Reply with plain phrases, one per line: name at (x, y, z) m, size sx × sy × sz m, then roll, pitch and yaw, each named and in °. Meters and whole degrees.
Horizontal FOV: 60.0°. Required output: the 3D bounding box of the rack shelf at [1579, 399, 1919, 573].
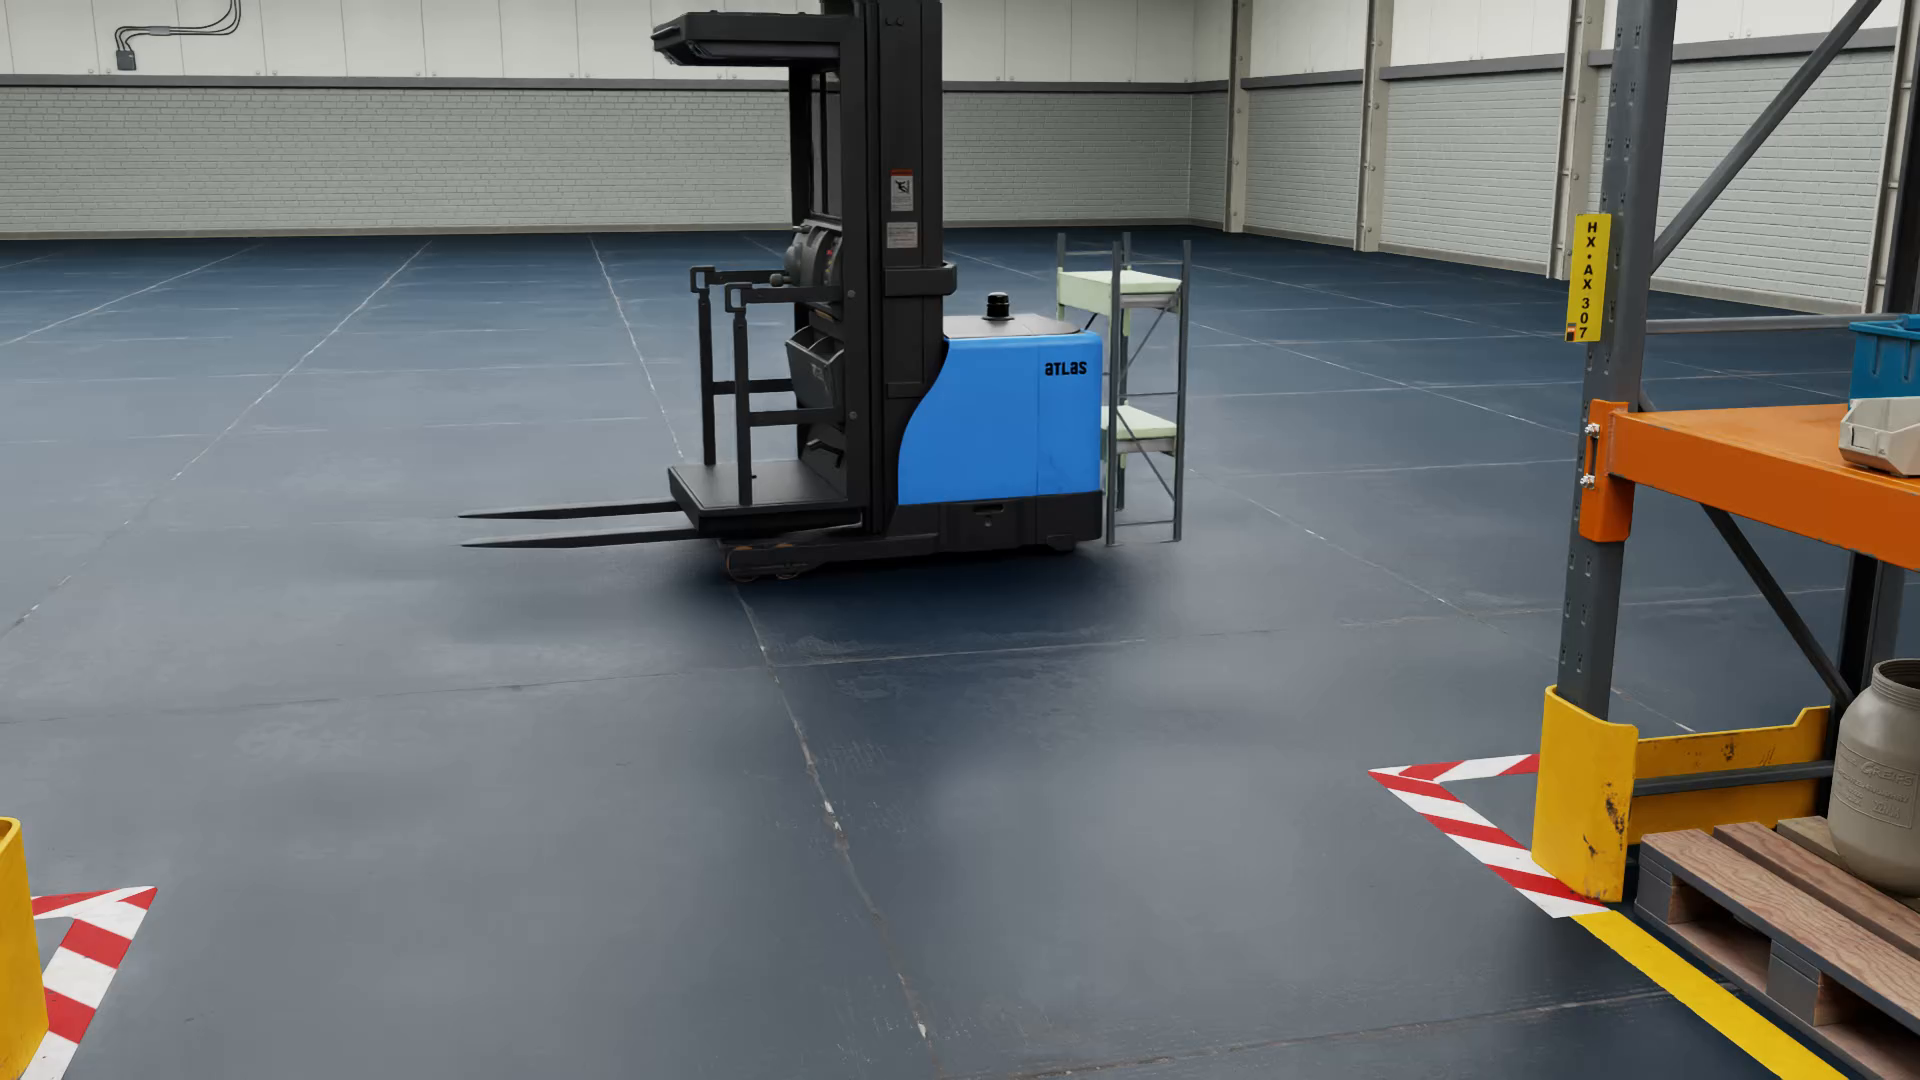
rack shelf at (2.624, 0.241, 2.636) m, size 1.077 × 0.370 × 4.000 m, roll -3°, pitch 14°, yaw -13°

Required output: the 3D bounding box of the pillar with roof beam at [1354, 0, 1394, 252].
pillar with roof beam at (2.968, -9.220, 27.204) m, size 9.100 × 9.000 × 0.400 m, roll -3°, pitch 14°, yaw -13°

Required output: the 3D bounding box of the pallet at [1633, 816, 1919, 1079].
pallet at (2.404, 0.987, 3.941) m, size 1.003 × 0.211 × 1.213 m, roll -3°, pitch 14°, yaw -13°

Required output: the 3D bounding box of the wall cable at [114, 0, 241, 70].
wall cable at (-15.050, -12.019, 31.496) m, size 2.305 × 6.003 × 0.169 m, roll -3°, pitch 14°, yaw -13°

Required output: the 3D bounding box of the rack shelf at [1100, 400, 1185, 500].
rack shelf at (0.812, -0.476, 8.589) m, size 0.431 × 0.370 × 0.720 m, roll -4°, pitch 14°, yaw -17°

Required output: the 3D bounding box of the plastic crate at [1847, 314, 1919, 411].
plastic crate at (2.563, -0.399, 4.053) m, size 0.499 × 0.251 × 0.616 m, roll -3°, pitch 14°, yaw -13°

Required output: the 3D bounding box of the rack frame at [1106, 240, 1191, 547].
rack frame at (0.923, -0.710, 8.173) m, size 0.400 × 1.500 × 0.023 m, roll -4°, pitch 14°, yaw -17°

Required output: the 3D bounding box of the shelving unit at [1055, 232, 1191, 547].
shelving unit at (0.812, -0.793, 8.512) m, size 0.431 × 1.500 × 0.755 m, roll -4°, pitch 14°, yaw -17°

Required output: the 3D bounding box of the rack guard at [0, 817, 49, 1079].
rack guard at (-2.642, 0.938, 3.535) m, size 1.175 × 0.500 × 0.348 m, roll -3°, pitch 14°, yaw -13°

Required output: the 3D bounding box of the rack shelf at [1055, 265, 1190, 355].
rack shelf at (0.812, -1.172, 8.419) m, size 0.431 × 0.370 × 0.720 m, roll -4°, pitch 14°, yaw -17°

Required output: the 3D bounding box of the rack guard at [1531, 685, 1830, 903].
rack guard at (2.218, 0.659, 4.675) m, size 1.175 × 0.500 × 0.348 m, roll -3°, pitch 14°, yaw -13°

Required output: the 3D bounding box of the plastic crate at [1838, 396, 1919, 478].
plastic crate at (2.052, -0.217, 3.552) m, size 0.298 × 0.136 × 0.250 m, roll -3°, pitch 14°, yaw -13°

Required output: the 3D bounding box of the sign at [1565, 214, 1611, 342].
sign at (1.619, -0.675, 4.285) m, size 0.100 × 0.325 × 0.005 m, roll -3°, pitch 14°, yaw -13°

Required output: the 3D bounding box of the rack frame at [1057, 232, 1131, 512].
rack frame at (0.701, -0.876, 8.851) m, size 0.400 × 1.500 × 0.023 m, roll -4°, pitch 14°, yaw -17°

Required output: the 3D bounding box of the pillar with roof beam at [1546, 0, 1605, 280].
pillar with roof beam at (4.378, -7.836, 21.539) m, size 9.100 × 9.000 × 0.400 m, roll -3°, pitch 14°, yaw -13°

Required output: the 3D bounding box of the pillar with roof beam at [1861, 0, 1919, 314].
pillar with roof beam at (5.787, -6.452, 15.873) m, size 9.100 × 9.000 × 0.400 m, roll -3°, pitch 14°, yaw -13°

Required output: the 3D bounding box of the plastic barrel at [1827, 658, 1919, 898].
plastic barrel at (2.383, 0.582, 4.081) m, size 0.421 × 0.512 × 0.421 m, roll 0°, pitch 14°, yaw 0°

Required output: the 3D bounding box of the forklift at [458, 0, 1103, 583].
forklift at (-0.875, -1.368, 7.851) m, size 3.031 × 2.935 × 1.130 m, roll -4°, pitch 14°, yaw -17°

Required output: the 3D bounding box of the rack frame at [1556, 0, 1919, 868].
rack frame at (2.154, -0.570, 4.440) m, size 1.000 × 3.000 × 0.127 m, roll -3°, pitch 14°, yaw -13°

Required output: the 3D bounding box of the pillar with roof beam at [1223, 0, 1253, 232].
pillar with roof beam at (1.559, -10.604, 32.870) m, size 9.100 × 9.000 × 0.400 m, roll -3°, pitch 14°, yaw -13°
